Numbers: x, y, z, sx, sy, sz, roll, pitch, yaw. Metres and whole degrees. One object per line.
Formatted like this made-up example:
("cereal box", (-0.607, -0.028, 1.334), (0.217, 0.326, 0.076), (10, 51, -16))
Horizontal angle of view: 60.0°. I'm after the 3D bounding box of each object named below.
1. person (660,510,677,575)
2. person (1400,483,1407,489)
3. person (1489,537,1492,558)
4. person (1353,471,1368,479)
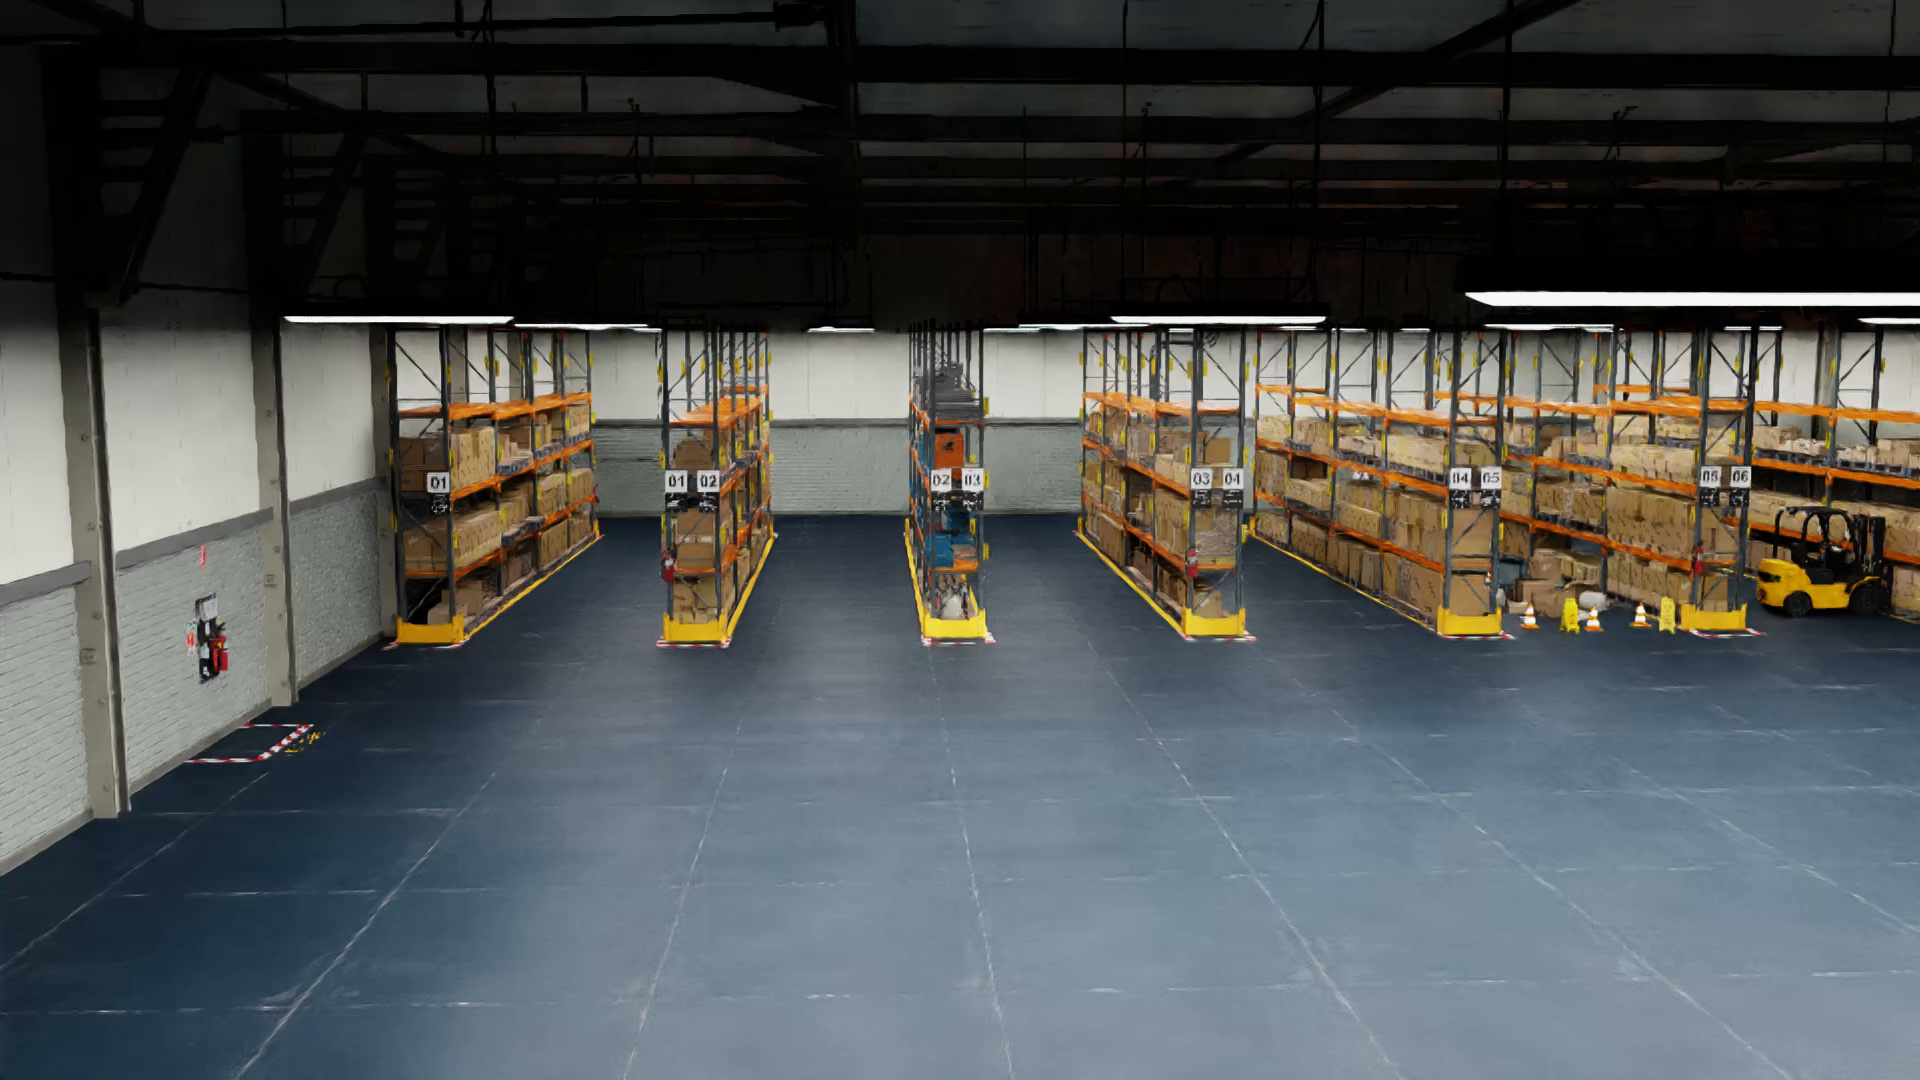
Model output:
("person", (-6.939, 0.006, 39.759), (0.447, 1.589, 1.095), (-1, 7, -5))
("person", (12.204, -0.772, 45.750), (0.454, 1.679, 0.538), (-4, 8, -29))
("person", (12.738, -0.140, 40.213), (0.594, 1.782, 0.678), (3, 8, 20))
("person", (12.498, -1.551, 51.742), (0.460, 1.760, 0.721), (-5, 9, -34))
